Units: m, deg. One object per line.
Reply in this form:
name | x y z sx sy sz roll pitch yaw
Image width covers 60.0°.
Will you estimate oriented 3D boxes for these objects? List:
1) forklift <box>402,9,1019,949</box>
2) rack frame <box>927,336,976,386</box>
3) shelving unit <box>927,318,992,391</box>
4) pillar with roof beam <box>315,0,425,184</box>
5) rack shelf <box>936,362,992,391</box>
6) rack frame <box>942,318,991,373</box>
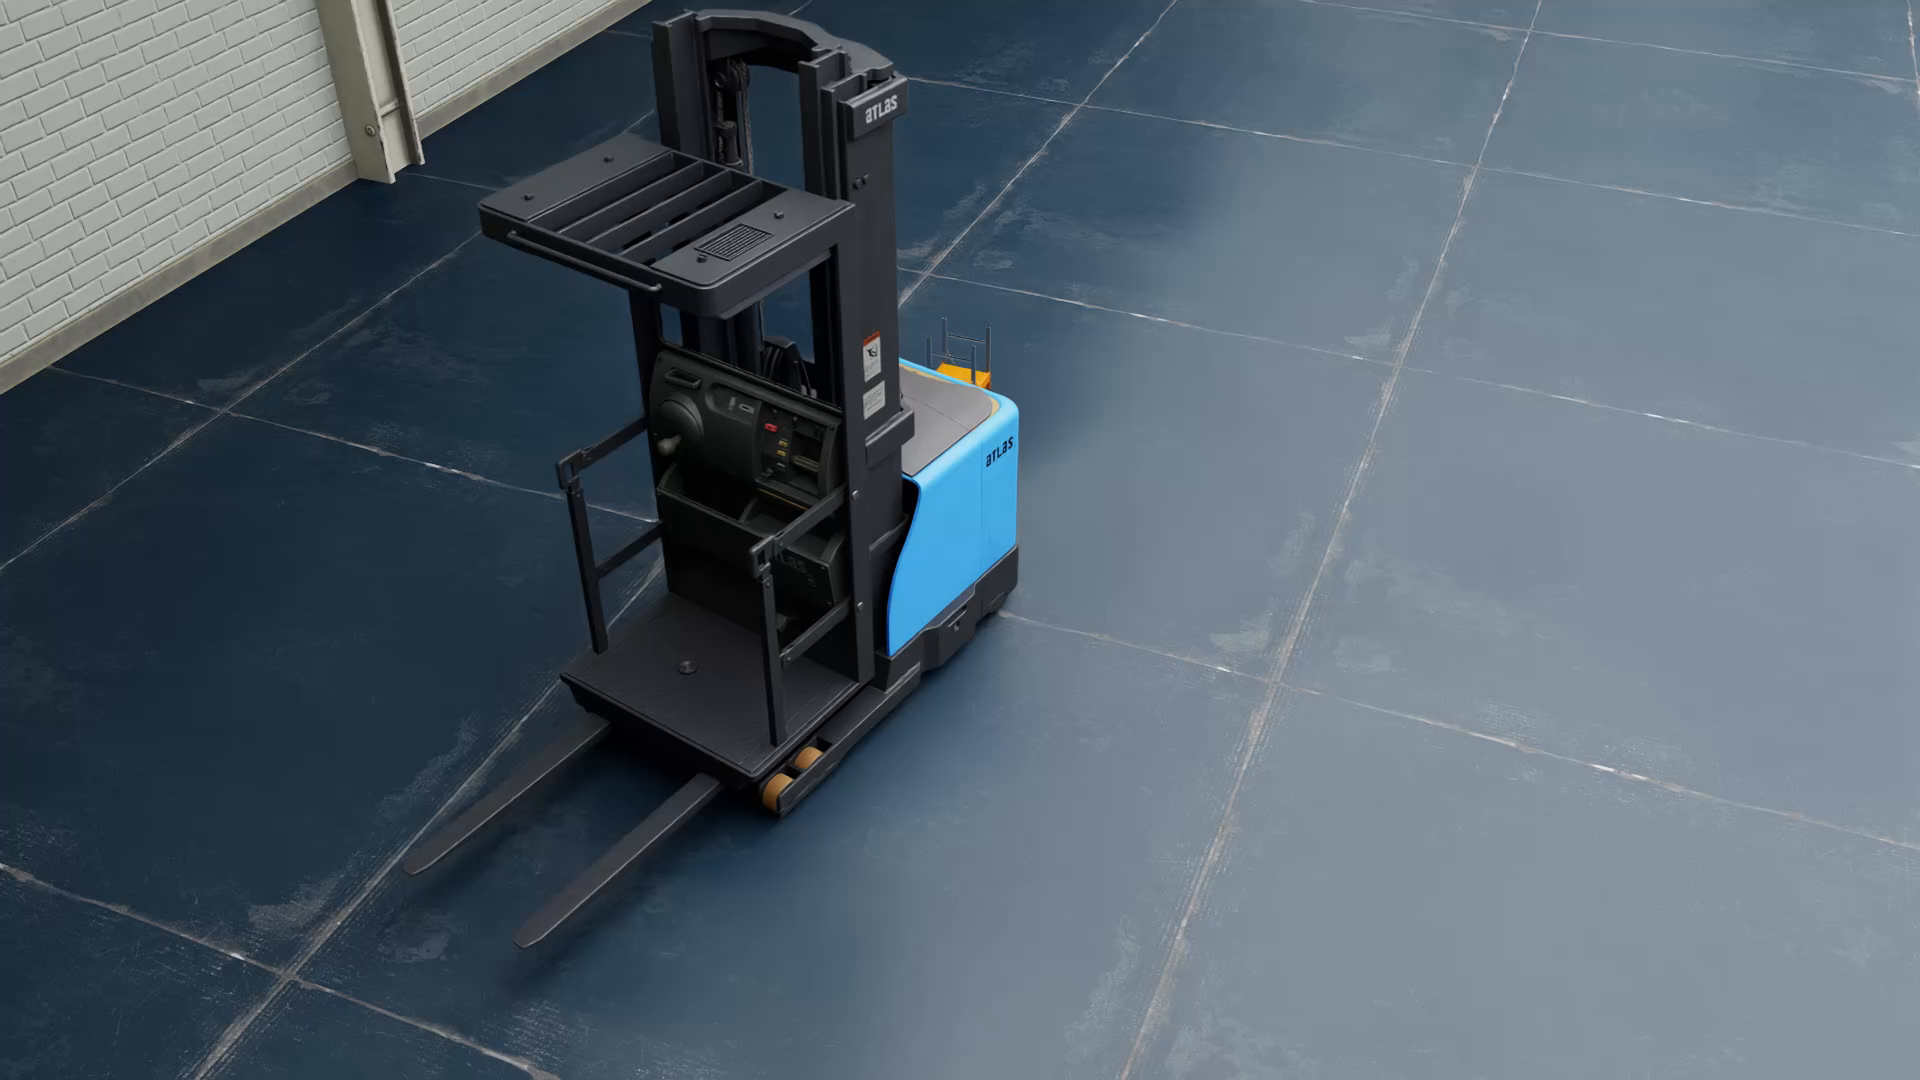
forklift | -0.980 -0.375 6.405 1.130 2.935 3.031 23 42 27
rack frame | -0.040 -0.422 7.914 0.240 1.200 0.006 14 39 18
shelving unit | -0.005 -0.473 7.982 0.258 1.200 0.189 14 39 18
pillar with roof beam | -0.093 -5.276 7.894 9.100 9.000 0.400 14 39 18
rack shelf | -0.005 -0.725 7.793 0.258 0.103 0.180 14 39 18
rack frame | 0.029 -0.523 8.049 0.240 1.200 0.006 14 39 18
